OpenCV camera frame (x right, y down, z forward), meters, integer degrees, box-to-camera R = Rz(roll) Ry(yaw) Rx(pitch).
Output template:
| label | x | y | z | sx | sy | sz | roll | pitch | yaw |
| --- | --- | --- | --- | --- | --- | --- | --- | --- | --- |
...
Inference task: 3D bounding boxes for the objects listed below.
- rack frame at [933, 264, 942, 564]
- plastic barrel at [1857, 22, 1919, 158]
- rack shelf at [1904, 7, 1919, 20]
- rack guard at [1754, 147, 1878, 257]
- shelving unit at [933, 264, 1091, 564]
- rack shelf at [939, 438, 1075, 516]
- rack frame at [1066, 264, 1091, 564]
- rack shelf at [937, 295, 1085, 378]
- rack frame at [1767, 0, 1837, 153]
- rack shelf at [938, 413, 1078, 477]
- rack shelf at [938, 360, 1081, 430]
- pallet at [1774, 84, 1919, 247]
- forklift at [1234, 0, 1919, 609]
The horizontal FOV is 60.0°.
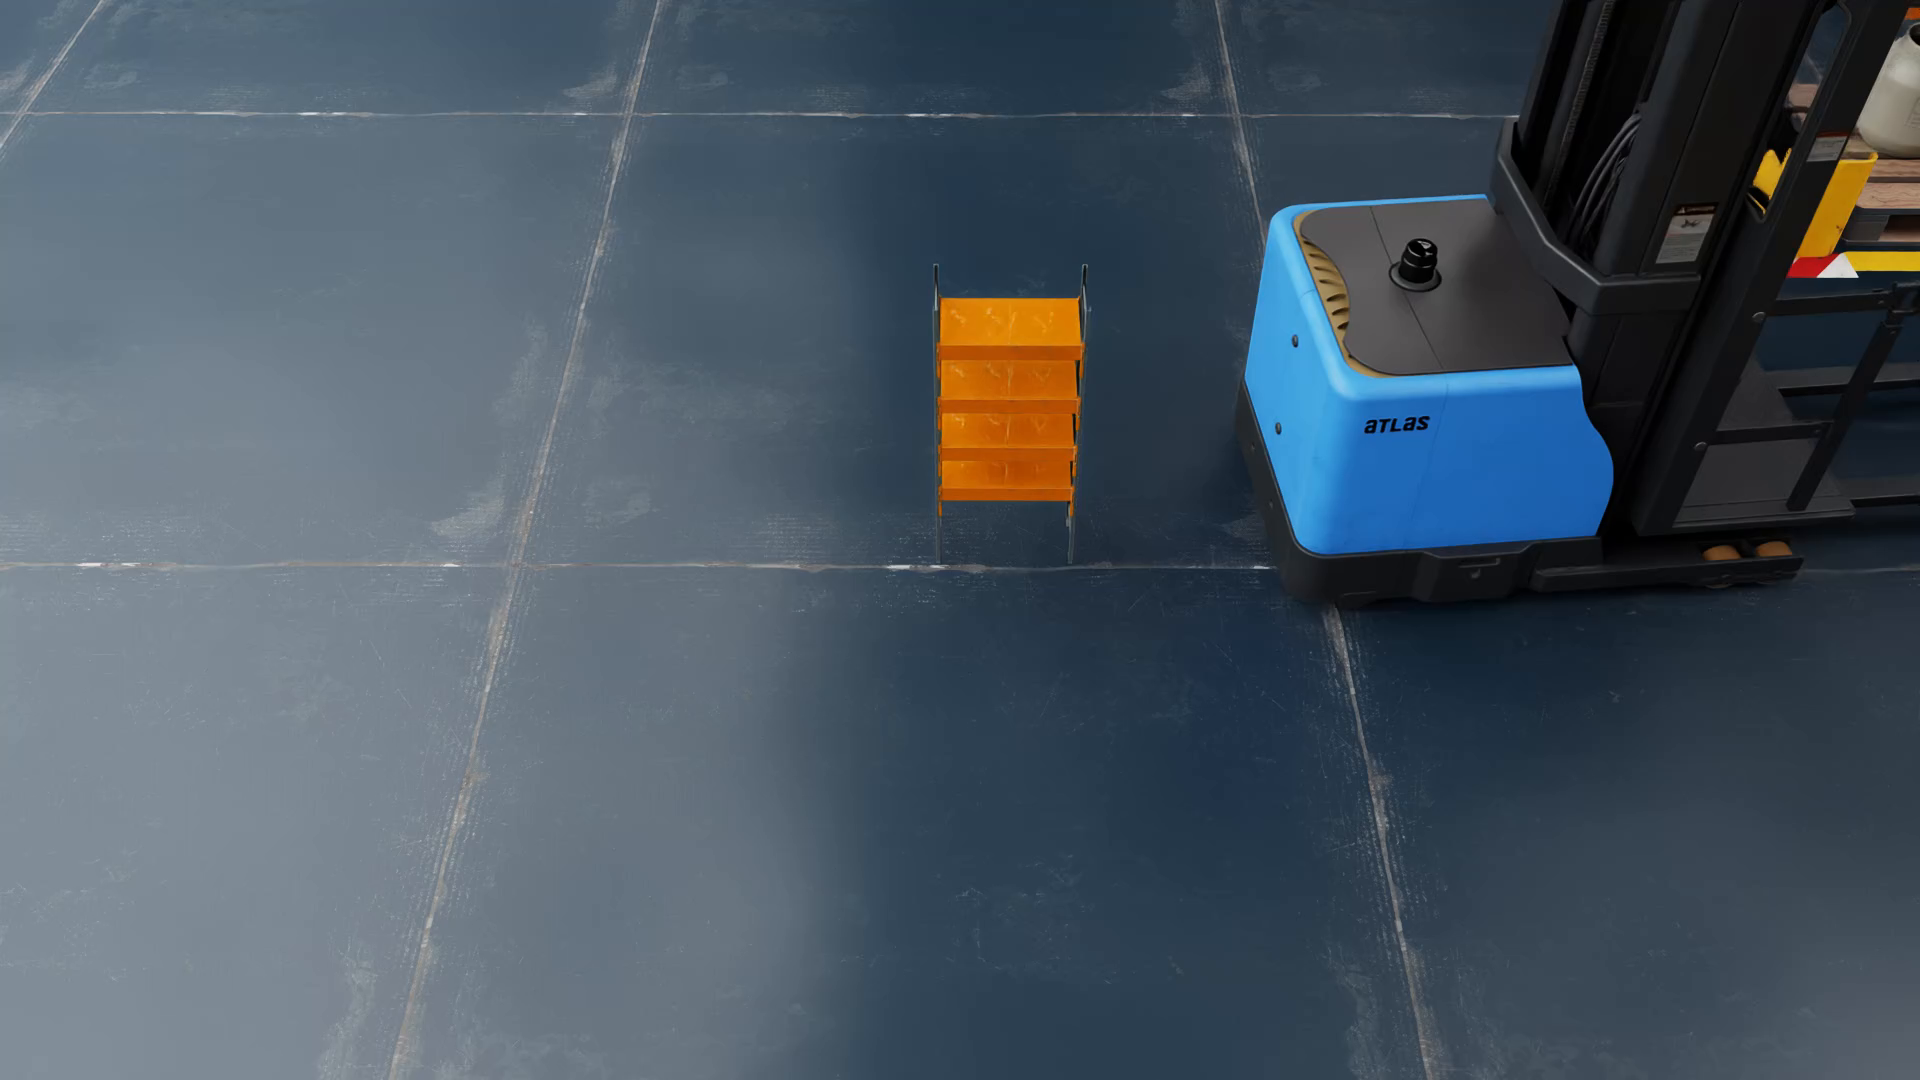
| label | x | y | z | sx | sy | sz | roll | pitch | yaw |
| --- | --- | --- | --- | --- | --- | --- | --- | --- | --- |
| rack frame | -0.078 | -0.409 | 5.811 | 0.015 | 1.200 | 0.240 | 0 | 47 | 0 |
| plastic barrel | 4.331 | -2.029 | 7.502 | 0.421 | 0.512 | 0.421 | 0 | 47 | 0 |
| rack shelf | 5.672 | -2.429 | 6.953 | 4.000 | 0.370 | 1.077 | 0 | 47 | 0 |
| rack guard | 3.748 | -1.862 | 7.642 | 0.348 | 0.500 | 1.175 | 0 | 47 | 0 |
| shelving unit | 0.166 | -0.408 | 5.810 | 0.503 | 1.200 | 0.258 | 0 | 47 | 0 |
| rack shelf | 0.166 | -0.227 | 6.005 | 0.480 | 0.148 | 0.258 | 0 | 47 | 0 |
| rack frame | 0.410 | -0.408 | 5.810 | 0.015 | 1.200 | 0.240 | 0 | 47 | 0 |
| rack shelf | 0.166 | -0.676 | 5.523 | 0.480 | 0.148 | 0.258 | 0 | 47 | 0 |
| rack frame | 3.672 | -2.680 | 6.695 | 0.127 | 3.000 | 1.000 | 0 | 47 | 0 |
| rack shelf | 0.166 | -0.363 | 5.860 | 0.480 | 0.148 | 0.258 | 0 | 47 | 0 |
| rack shelf | 0.166 | -0.515 | 5.696 | 0.480 | 0.148 | 0.258 | 0 | 47 | 0 |
| pallet | 4.561 | -1.758 | 7.742 | 1.213 | 0.211 | 1.003 | 0 | 47 | 0 |
| forklift | 2.632 | -1.206 | 5.370 | 3.031 | 2.935 | 1.130 | -4 | 47 | -4 |
